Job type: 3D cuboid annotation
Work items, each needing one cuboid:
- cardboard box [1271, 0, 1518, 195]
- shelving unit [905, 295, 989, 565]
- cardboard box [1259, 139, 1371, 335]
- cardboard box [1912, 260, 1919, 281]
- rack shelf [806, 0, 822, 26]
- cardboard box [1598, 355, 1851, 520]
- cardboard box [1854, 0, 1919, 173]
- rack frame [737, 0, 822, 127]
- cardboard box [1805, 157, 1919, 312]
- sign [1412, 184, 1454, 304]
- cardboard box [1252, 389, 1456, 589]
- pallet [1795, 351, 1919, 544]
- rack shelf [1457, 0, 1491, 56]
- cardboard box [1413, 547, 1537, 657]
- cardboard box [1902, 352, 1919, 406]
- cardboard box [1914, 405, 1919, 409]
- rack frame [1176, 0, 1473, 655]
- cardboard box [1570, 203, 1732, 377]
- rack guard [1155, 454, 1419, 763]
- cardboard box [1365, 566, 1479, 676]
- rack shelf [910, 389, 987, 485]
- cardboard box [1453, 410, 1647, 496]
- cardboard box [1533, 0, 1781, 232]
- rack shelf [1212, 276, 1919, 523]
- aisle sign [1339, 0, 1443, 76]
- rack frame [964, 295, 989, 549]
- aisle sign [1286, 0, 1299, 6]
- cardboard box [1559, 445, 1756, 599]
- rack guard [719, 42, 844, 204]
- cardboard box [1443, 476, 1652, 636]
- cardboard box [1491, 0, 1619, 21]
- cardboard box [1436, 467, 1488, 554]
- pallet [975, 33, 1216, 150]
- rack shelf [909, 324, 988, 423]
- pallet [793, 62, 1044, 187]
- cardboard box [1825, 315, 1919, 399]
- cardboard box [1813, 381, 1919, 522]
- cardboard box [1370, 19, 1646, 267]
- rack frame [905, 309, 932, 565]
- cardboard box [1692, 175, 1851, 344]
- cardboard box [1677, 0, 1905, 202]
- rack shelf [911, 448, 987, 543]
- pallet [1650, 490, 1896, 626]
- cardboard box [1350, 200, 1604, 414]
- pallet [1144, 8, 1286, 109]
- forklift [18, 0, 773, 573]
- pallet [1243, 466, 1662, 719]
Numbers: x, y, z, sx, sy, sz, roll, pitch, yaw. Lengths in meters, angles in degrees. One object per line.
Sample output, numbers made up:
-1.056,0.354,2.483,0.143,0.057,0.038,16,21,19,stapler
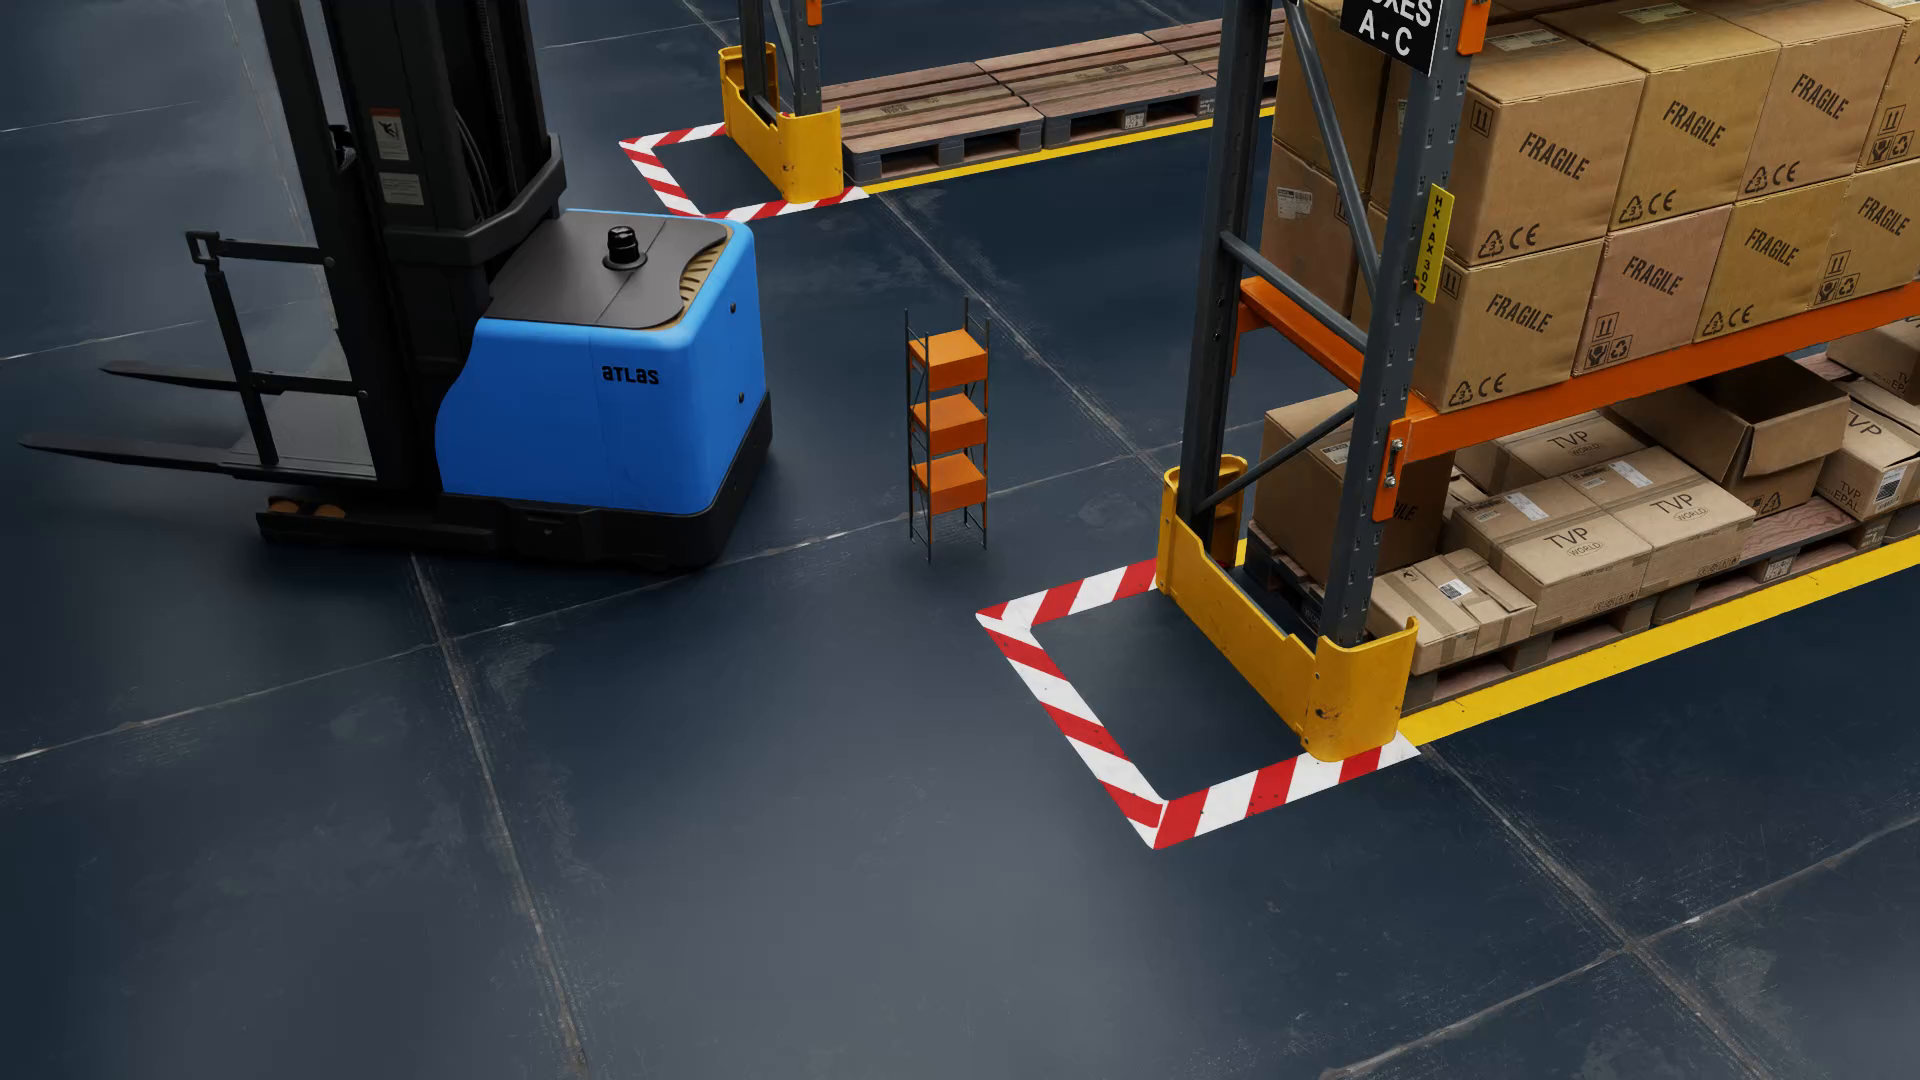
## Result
1.365,-1.468,5.288,0.500,0.500,0.500,-16,39,-20,cardboard box
-0.048,-0.408,6.419,0.252,1.050,0.215,-16,39,-20,shelving unit
1.369,-1.066,5.585,0.500,0.500,0.500,-14,39,-19,cardboard box
3.426,-1.291,5.888,0.500,0.500,0.500,-15,39,-19,cardboard box
0.788,-3.655,9.764,4.000,0.370,1.077,-16,39,-20,rack shelf
3.001,-0.474,6.597,0.637,0.503,0.797,-16,39,-20,cardboard box
2.977,-1.567,5.421,0.500,0.500,0.500,-16,39,-20,cardboard box
-1.023,-3.438,8.867,0.127,3.000,1.000,-16,39,-20,rack frame
2.966,-1.160,5.713,0.500,0.500,0.500,-15,39,-19,cardboard box
1.309,-0.821,4.612,0.005,0.325,0.100,-16,39,-20,sign
1.466,-0.209,6.242,0.500,0.500,0.500,-16,39,-20,cardboard box
4.078,-0.485,7.226,1.213,0.211,1.003,-16,39,-20,pallet
2.889,-2.188,5.267,4.000,0.370,1.077,-16,39,-20,rack shelf
1.830,0.212,5.956,0.250,0.166,0.380,-16,39,-20,cardboard box
4.304,-0.654,6.842,0.500,0.500,0.500,-16,39,-20,cardboard box
3.991,-0.385,6.775,0.250,0.149,0.380,-16,39,-20,cardboard box
1.079,-0.766,5.264,0.127,3.000,1.000,-16,39,-20,rack frame
2.057,-0.909,5.374,0.500,0.500,0.500,-16,39,-20,cardboard box
1.148,0.219,6.035,0.348,0.500,1.175,-16,39,-20,rack guard
1.604,0.282,5.875,0.250,0.149,0.380,-16,39,-20,cardboard box
-0.048,-0.400,6.425,0.240,0.259,0.215,-16,39,-20,rack shelf
2.339,-0.333,6.619,0.500,0.250,0.500,-16,39,-20,cardboard box
2.062,-1.314,5.080,0.500,0.500,0.500,-15,39,-19,cardboard box
2.889,-0.983,6.161,4.000,0.370,1.077,-16,39,-20,rack shelf
1.142,-1.634,4.253,0.004,0.787,0.394,-16,39,-20,aisle sign
0.062,-0.439,6.461,0.008,1.050,0.200,-16,39,-20,rack frame
0.887,-1.958,4.689,0.004,0.787,0.394,-16,39,-20,aisle sign
2.597,-0.076,6.273,0.500,0.250,0.500,-16,39,-20,cardboard box
-1.039,-2.421,9.594,0.348,0.500,1.175,-16,39,-20,rack guard
2.144,0.051,6.102,0.500,0.250,0.500,-16,39,-20,cardboard box
1.822,-1.597,5.461,0.500,0.500,0.500,-15,39,-19,cardboard box
1.871,-0.129,6.415,0.250,0.166,0.380,-16,39,-20,cardboard box
0.843,-2.812,10.364,1.213,0.211,1.003,-16,39,-20,pallet
-0.048,-0.628,6.256,0.240,0.259,0.215,-16,39,-20,rack shelf
-0.259,-2.506,9.951,1.213,0.211,1.003,-16,39,-20,pallet
4.228,-0.885,7.313,0.500,0.311,0.500,-16,39,-20,cardboard box
3.626,-0.388,6.643,0.500,0.311,0.500,-16,39,-20,cardboard box
1.592,-1.177,4.896,0.500,0.500,0.500,-14,39,-19,cardboard box
-0.159,-0.377,6.377,0.008,1.050,0.200,-16,39,-20,rack frame
2.513,-1.035,5.543,0.500,0.500,0.500,-16,39,-20,cardboard box
2.517,-1.438,5.247,0.500,0.500,0.500,-15,39,-19,cardboard box
-0.048,-0.176,6.591,0.240,0.259,0.215,-16,39,-20,rack shelf
2.972,-0.173,6.807,1.213,0.211,1.003,-16,39,-20,pallet
1.592,-0.776,5.194,0.500,0.500,0.500,-15,39,-19,cardboard box
1.949,-3.123,10.784,1.213,0.211,1.003,-16,39,-20,pallet
-2.377,-1.456,6.253,3.031,2.935,1.130,5,37,7,forklift
1.869,0.133,6.394,1.213,0.211,1.003,-16,39,-20,pallet
